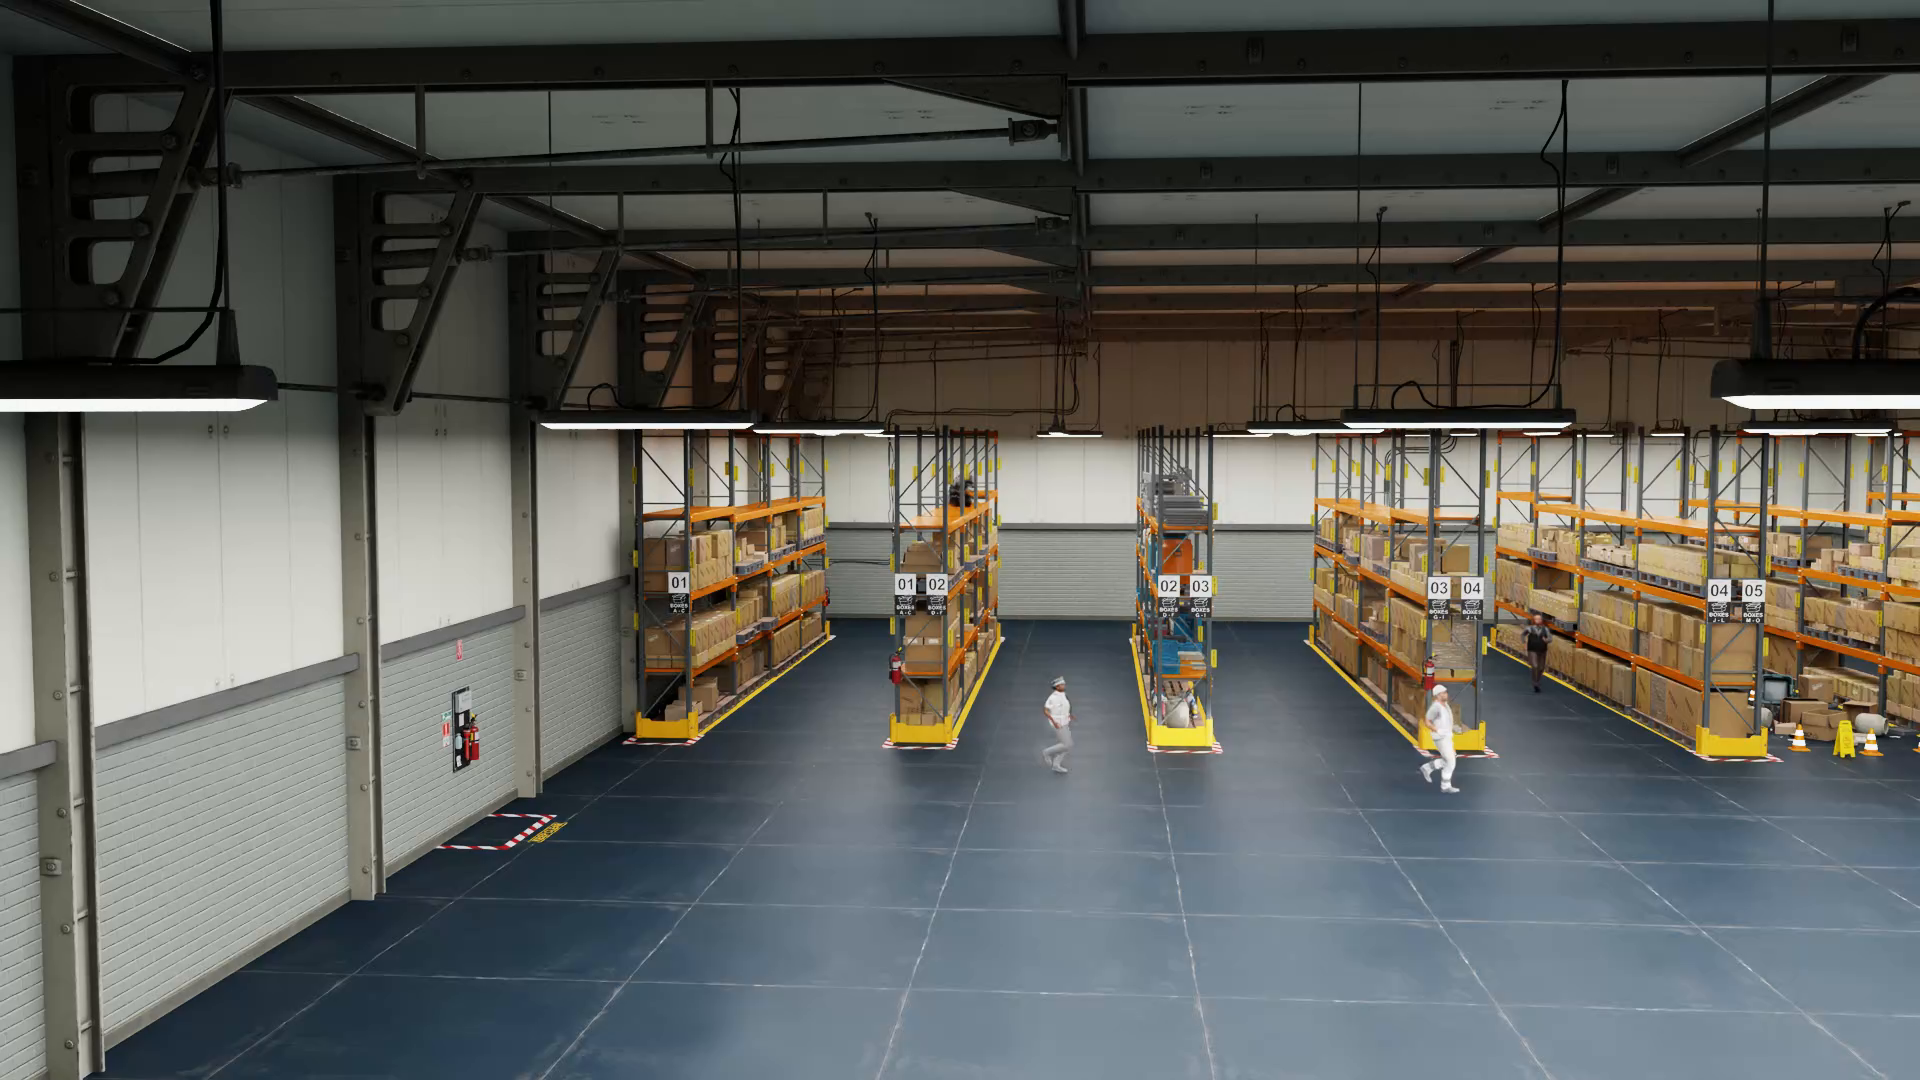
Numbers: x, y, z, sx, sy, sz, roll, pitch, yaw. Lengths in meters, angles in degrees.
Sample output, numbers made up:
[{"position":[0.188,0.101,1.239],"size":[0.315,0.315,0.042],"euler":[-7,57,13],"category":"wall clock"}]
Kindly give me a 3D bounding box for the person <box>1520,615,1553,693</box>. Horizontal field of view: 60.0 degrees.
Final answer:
[{"position":[13.146,2.562,37.870],"size":[0.655,1.712,0.964],"euler":[0,3,4],"category":"person"}]

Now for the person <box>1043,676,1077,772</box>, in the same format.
[{"position":[1.730,3.178,28.683],"size":[0.558,1.653,0.574],"euler":[2,4,26],"category":"person"}]

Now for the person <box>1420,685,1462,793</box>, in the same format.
[{"position":[7.800,3.224,27.063],"size":[0.708,1.743,0.659],"euler":[3,4,38],"category":"person"}]

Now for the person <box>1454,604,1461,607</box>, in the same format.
[{"position":[13.638,2.187,45.946],"size":[0.664,1.589,0.514],"euler":[2,4,32],"category":"person"}]
